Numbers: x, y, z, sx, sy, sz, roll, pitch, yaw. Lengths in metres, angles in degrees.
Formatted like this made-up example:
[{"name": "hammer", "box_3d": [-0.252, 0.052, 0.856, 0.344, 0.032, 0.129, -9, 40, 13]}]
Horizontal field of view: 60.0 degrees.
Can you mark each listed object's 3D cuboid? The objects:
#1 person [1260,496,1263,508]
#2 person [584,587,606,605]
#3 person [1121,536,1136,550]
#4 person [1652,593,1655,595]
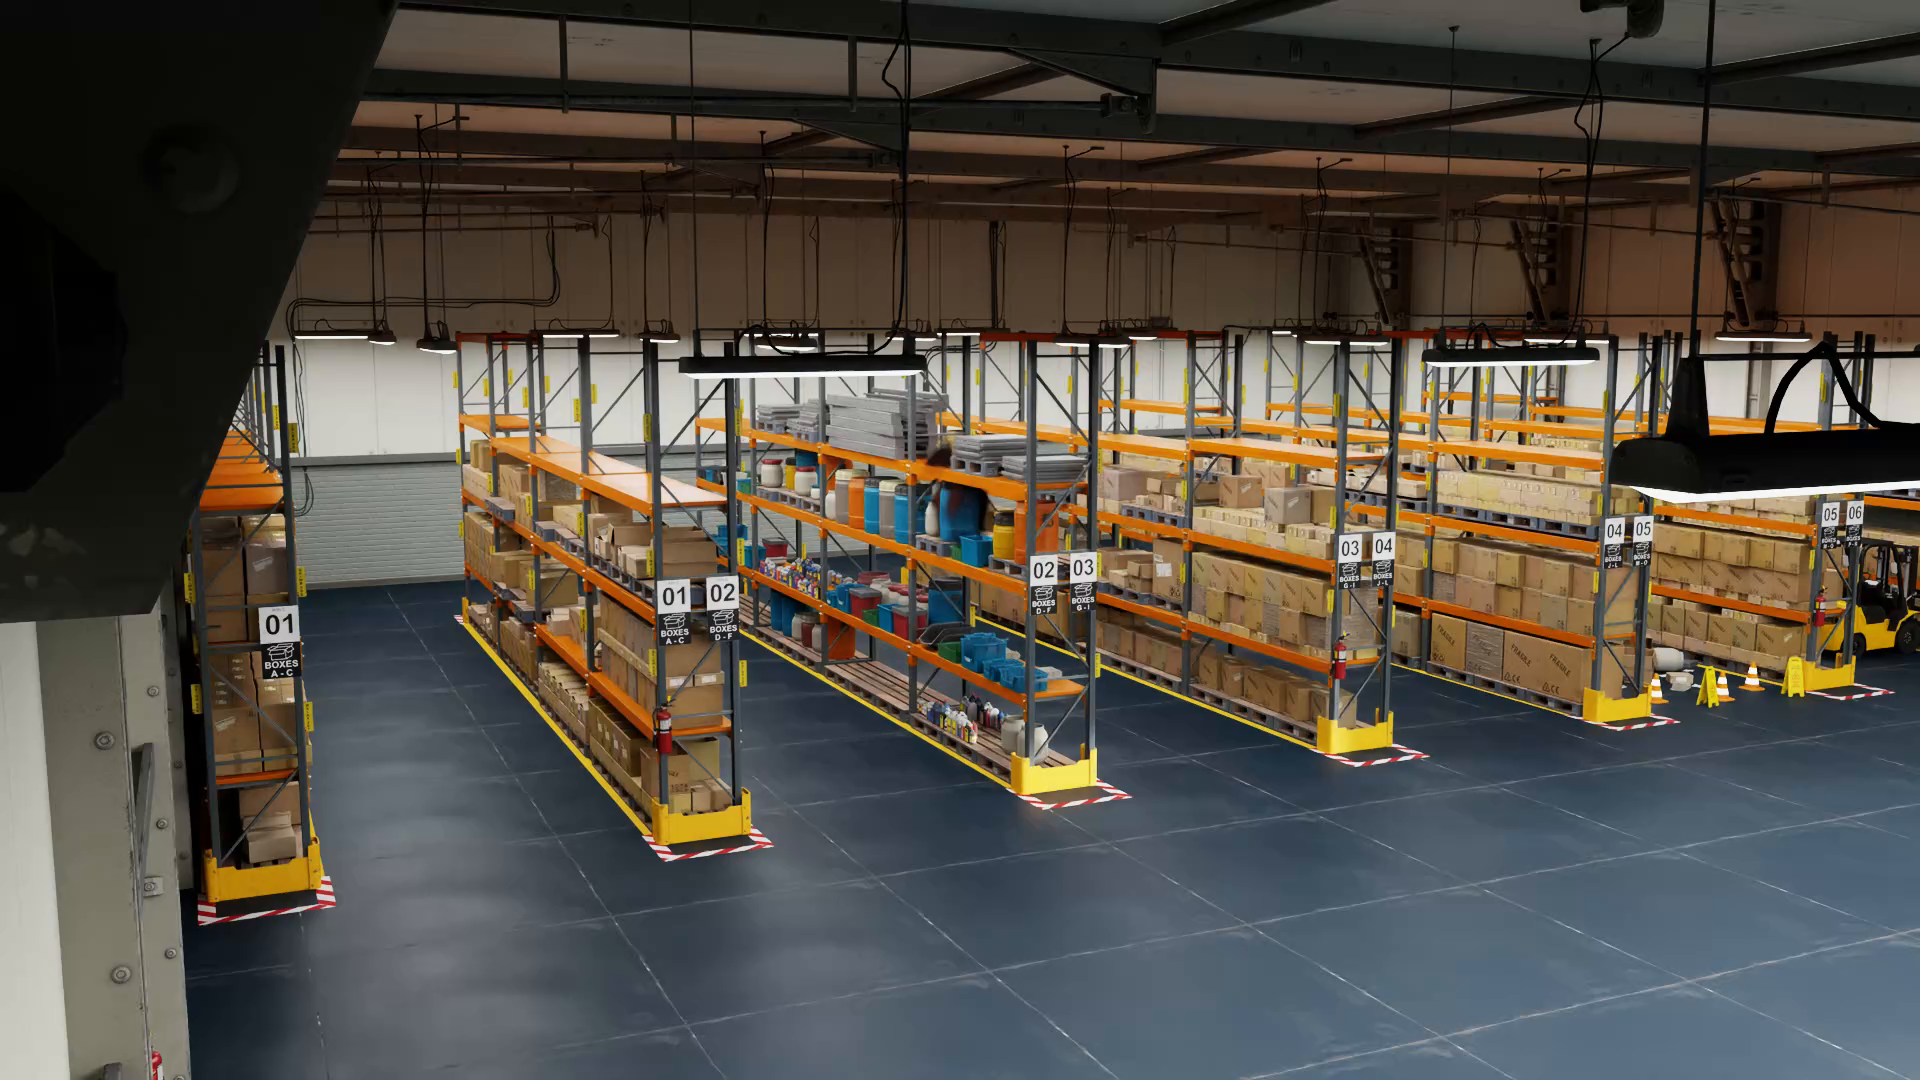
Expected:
[{"name": "person", "box_3d": [8.722, -0.879, 47.259, 0.445, 1.670, 0.438, -8, 11, -44]}, {"name": "person", "box_3d": [-7.252, 0.960, 33.585, 0.615, 1.732, 1.066, -4, 9, -28]}, {"name": "person", "box_3d": [4.213, -0.305, 43.185, 0.515, 1.610, 0.785, 7, 10, 40]}, {"name": "person", "box_3d": [14.130, 0.888, 34.168, 0.423, 1.734, 0.609, 1, 8, 8]}]
